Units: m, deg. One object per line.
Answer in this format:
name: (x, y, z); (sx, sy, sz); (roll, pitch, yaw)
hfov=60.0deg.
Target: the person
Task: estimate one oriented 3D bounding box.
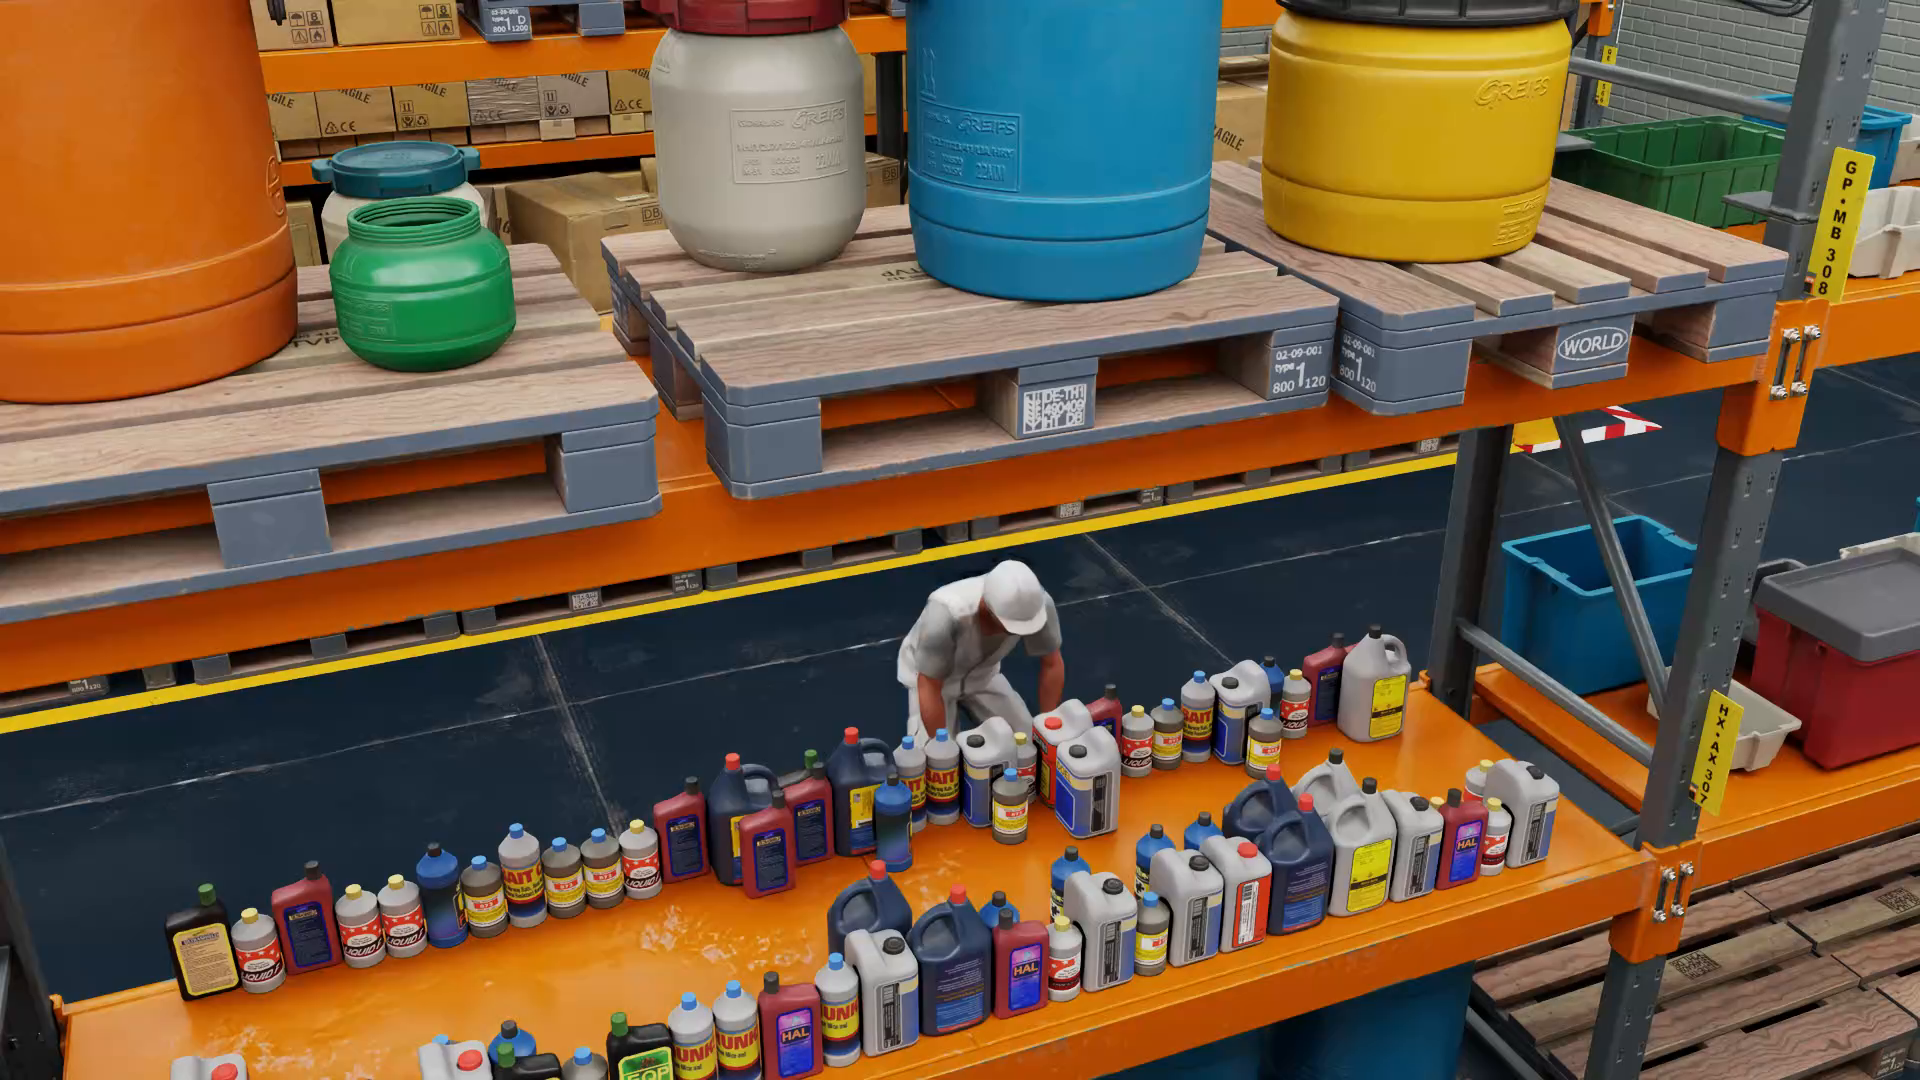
person: (0.086, 0.619, 6.230); (0.584, 1.414, 0.765); (-10, 28, -20)
